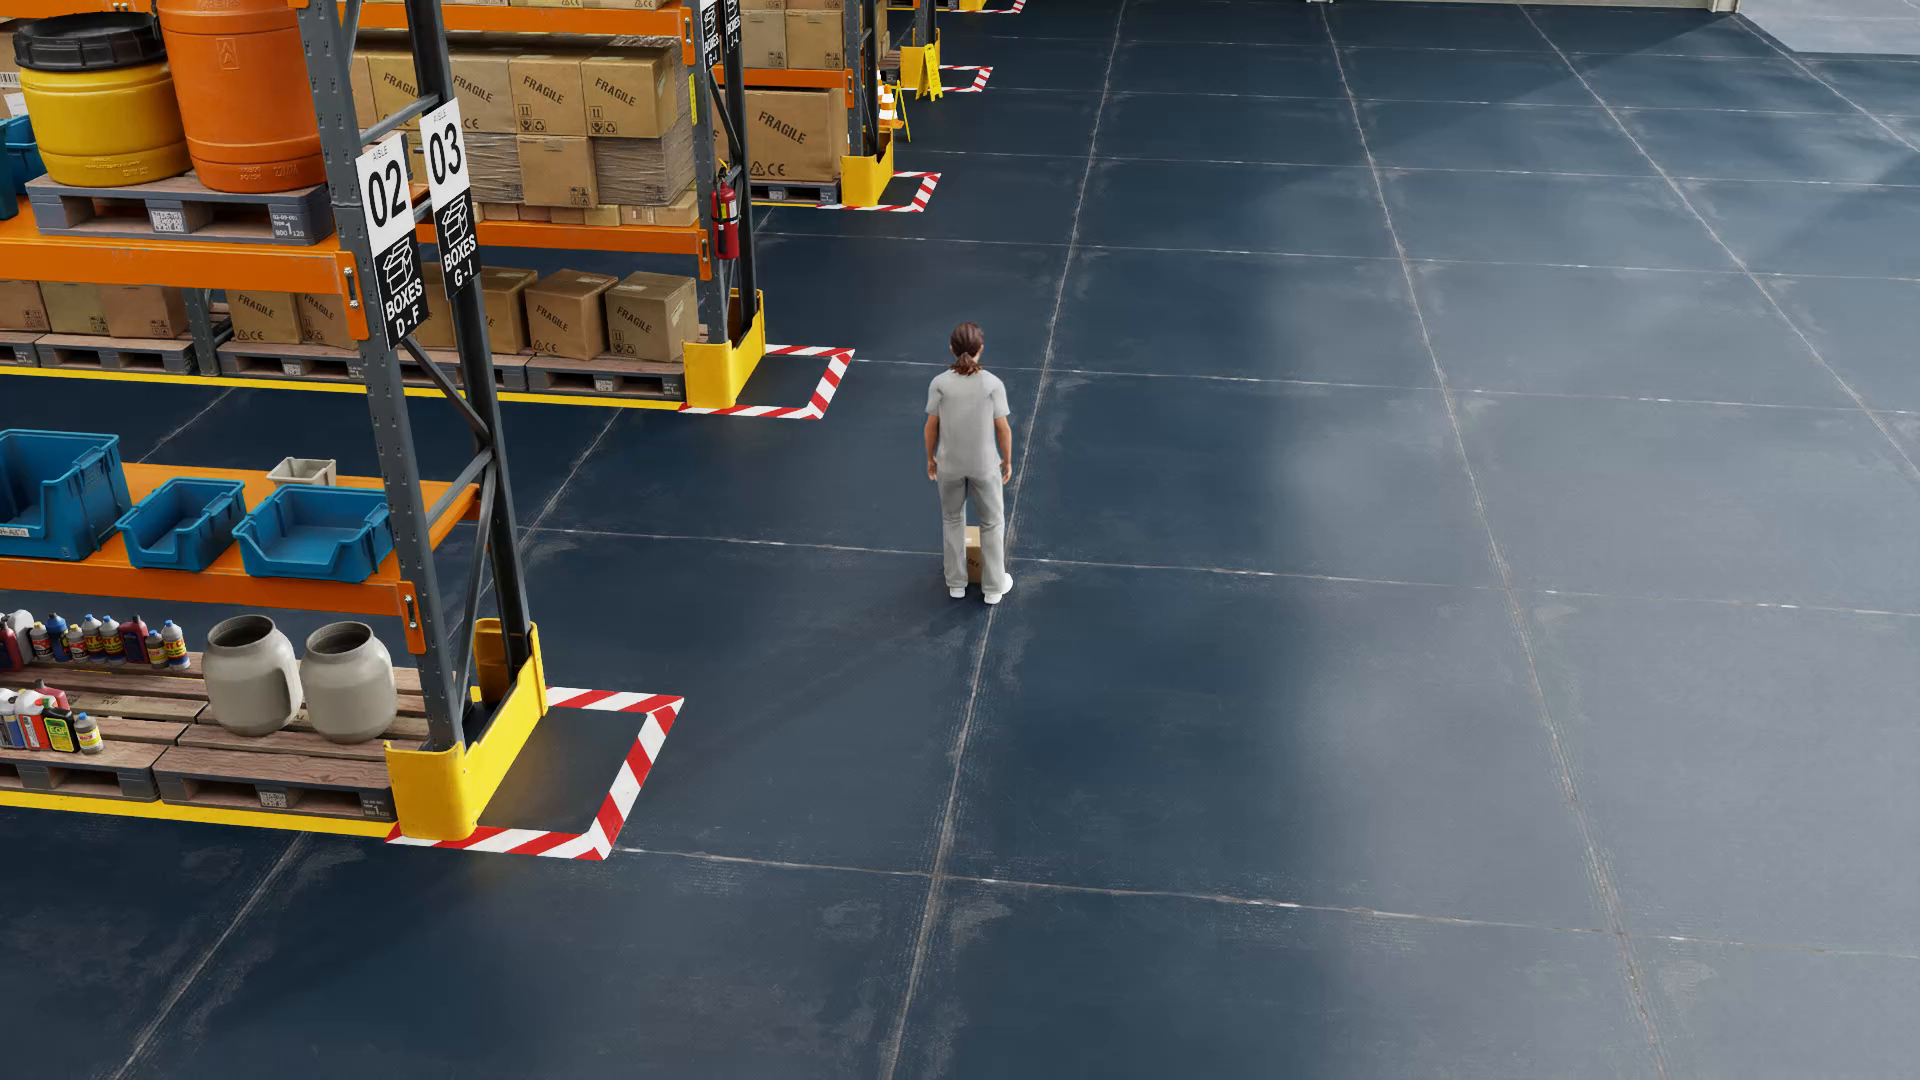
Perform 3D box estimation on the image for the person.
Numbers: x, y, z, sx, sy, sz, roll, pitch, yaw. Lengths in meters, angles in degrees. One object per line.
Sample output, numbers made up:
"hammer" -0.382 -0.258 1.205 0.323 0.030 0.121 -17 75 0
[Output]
"person" 0.055 -0.433 9.422 0.492 1.673 0.404 3 29 6
